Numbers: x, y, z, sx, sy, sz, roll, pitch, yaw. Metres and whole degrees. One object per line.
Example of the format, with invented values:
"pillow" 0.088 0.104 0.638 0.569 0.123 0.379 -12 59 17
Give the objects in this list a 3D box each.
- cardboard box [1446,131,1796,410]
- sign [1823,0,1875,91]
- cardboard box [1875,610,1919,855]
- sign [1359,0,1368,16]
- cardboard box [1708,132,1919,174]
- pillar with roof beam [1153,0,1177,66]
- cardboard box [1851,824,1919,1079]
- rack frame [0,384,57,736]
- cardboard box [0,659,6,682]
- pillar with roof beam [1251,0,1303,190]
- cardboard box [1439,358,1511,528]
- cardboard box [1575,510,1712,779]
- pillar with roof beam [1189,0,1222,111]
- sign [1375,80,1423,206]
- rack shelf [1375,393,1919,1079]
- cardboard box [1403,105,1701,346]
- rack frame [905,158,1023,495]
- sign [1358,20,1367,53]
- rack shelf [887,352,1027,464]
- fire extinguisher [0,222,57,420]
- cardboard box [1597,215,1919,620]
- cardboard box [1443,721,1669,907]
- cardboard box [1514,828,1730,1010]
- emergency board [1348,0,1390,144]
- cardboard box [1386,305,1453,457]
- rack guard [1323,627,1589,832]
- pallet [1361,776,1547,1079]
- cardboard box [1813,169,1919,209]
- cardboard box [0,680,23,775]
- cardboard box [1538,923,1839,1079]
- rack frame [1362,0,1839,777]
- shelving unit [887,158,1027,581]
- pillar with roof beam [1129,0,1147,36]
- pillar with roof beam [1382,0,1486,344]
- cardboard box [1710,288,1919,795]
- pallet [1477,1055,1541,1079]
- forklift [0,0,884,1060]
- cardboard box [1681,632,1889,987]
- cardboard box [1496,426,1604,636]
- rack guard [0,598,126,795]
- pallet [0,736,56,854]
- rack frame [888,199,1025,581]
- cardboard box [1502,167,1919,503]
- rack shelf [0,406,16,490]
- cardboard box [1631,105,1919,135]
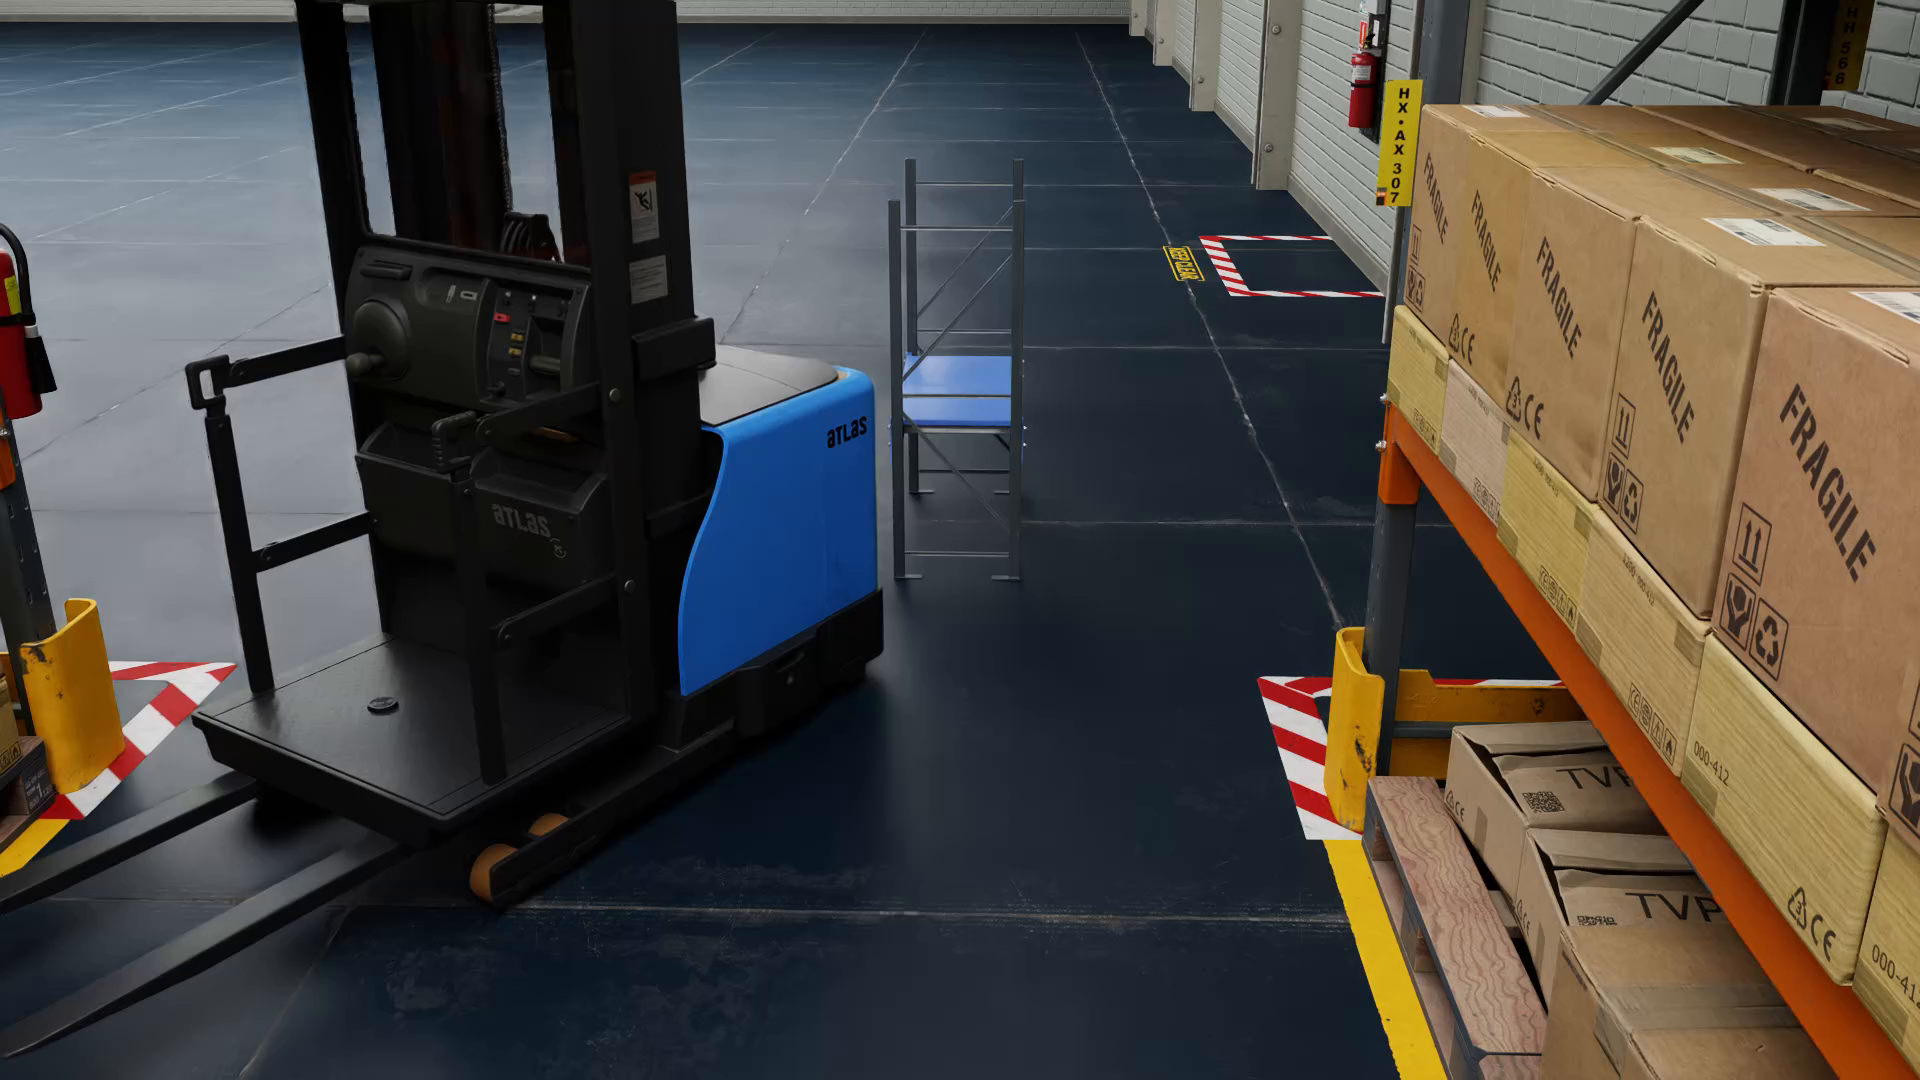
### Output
"cardboard box" 1.359 -0.573 3.502 0.500 0.500 0.500 1 21 2
"sign" 2.253 -1.306 4.209 0.100 0.325 0.005 1 21 2
"cardboard box" 1.292 0.171 1.585 0.500 0.500 0.500 1 21 1
"sign" 2.949 -3.893 12.132 0.001 0.109 0.331 1 21 2
"cardboard box" 1.872 -0.566 3.484 0.500 0.500 0.500 1 21 2
"pillar with roof beam" -1.031 -11.891 25.235 9.100 9.000 0.400 1 21 2
"cardboard box" 1.312 0.520 1.721 0.500 0.250 0.500 1 21 2
"rack frame" -3.253 -0.685 4.647 1.000 3.000 0.127 1 21 2
"cardboard box" -2.972 0.249 4.425 0.500 0.500 0.500 1 21 2
"pillar with roof beam" -1.396 -7.552 14.053 9.100 9.000 0.400 1 21 2
"cardboard box" 1.365 -0.210 3.604 0.500 0.250 0.500 0 21 0
"cardboard box" 1.326 0.157 2.658 0.500 0.250 0.500 1 21 2
"pillar with roof beam" -1.213 -9.722 19.644 9.100 9.000 0.400 1 21 2
"sign" 1.156 -1.041 4.369 0.100 0.325 0.005 1 21 2
"rack shelf" 1.638 0.427 2.777 1.077 0.370 4.000 1 21 2
"cardboard box" 1.384 -0.751 3.962 0.500 0.500 0.500 1 21 2
"rack frame" 0.018 -0.914 7.311 0.500 1.500 0.032 1 21 2
"sign" 2.958 -3.647 12.232 0.001 0.329 0.234 1 21 2
"rack shelf" 0.003 -0.562 6.902 0.538 0.185 1.000 1 21 2
"fire extinguisher" -2.785 -0.686 4.758 0.296 0.674 0.183 1 21 2
"cardboard box" 1.333 -0.199 2.539 0.500 0.500 0.500 1 21 3
"cardboard box" 1.588 0.666 4.275 0.500 0.311 0.500 -2 21 -4
"cardboard box" 1.571 0.872 3.744 0.500 0.311 0.500 2 21 6
"emergency board" 2.838 -3.432 11.726 0.194 1.169 0.643 1 21 2
"cardboard box" 1.367 -0.398 4.088 0.500 0.250 0.500 0 21 0
"rack guard" 1.697 0.561 4.892 1.175 0.500 0.348 1 21 2
"pallet" 1.636 0.989 4.188 1.003 0.211 1.213 1 21 2
"cardboard box" 1.860 -0.379 3.002 0.500 0.500 0.500 0 21 0
"cardboard box" -2.974 0.598 4.561 0.500 0.250 0.500 1 21 2
"cardboard box" 1.498 1.048 3.027 0.700 0.500 0.500 -1 21 -2
"rack frame" 1.699 -0.632 4.510 1.000 3.000 0.127 1 21 2
"shelving unit" 0.003 -0.730 6.837 0.538 1.500 1.048 1 21 2
"pillar with roof beam" -0.848 -14.060 30.826 9.100 9.000 0.400 1 21 2
"pillar with roof beam" -1.578 -5.383 8.462 9.100 9.000 0.400 1 21 2
"cardboard box" 1.318 -0.011 2.054 0.500 0.500 0.500 0 21 0
"pallet" 1.597 1.429 3.054 1.003 0.211 1.213 1 21 2
"forklift" -1.497 -0.573 4.454 1.130 2.935 3.031 13 25 31
"cardboard box" 1.312 0.338 2.190 0.500 0.250 0.500 1 21 1
"cardboard box" 1.344 -0.026 3.129 0.500 0.250 0.500 0 21 1
"rack guard" -3.252 0.472 5.122 1.175 0.500 0.348 1 21 2
"pallet" -3.234 0.892 4.438 1.003 0.211 1.213 1 21 2
"rack frame" -0.013 -0.546 6.363 0.500 1.500 0.032 1 21 2
"cardboard box" 1.337 -0.386 3.020 0.500 0.500 0.500 0 21 0
"rack shelf" -3.314 0.374 2.914 1.077 0.370 4.000 1 21 2
"cardboard box" 1.897 -0.748 3.953 0.500 0.500 0.500 0 21 1
